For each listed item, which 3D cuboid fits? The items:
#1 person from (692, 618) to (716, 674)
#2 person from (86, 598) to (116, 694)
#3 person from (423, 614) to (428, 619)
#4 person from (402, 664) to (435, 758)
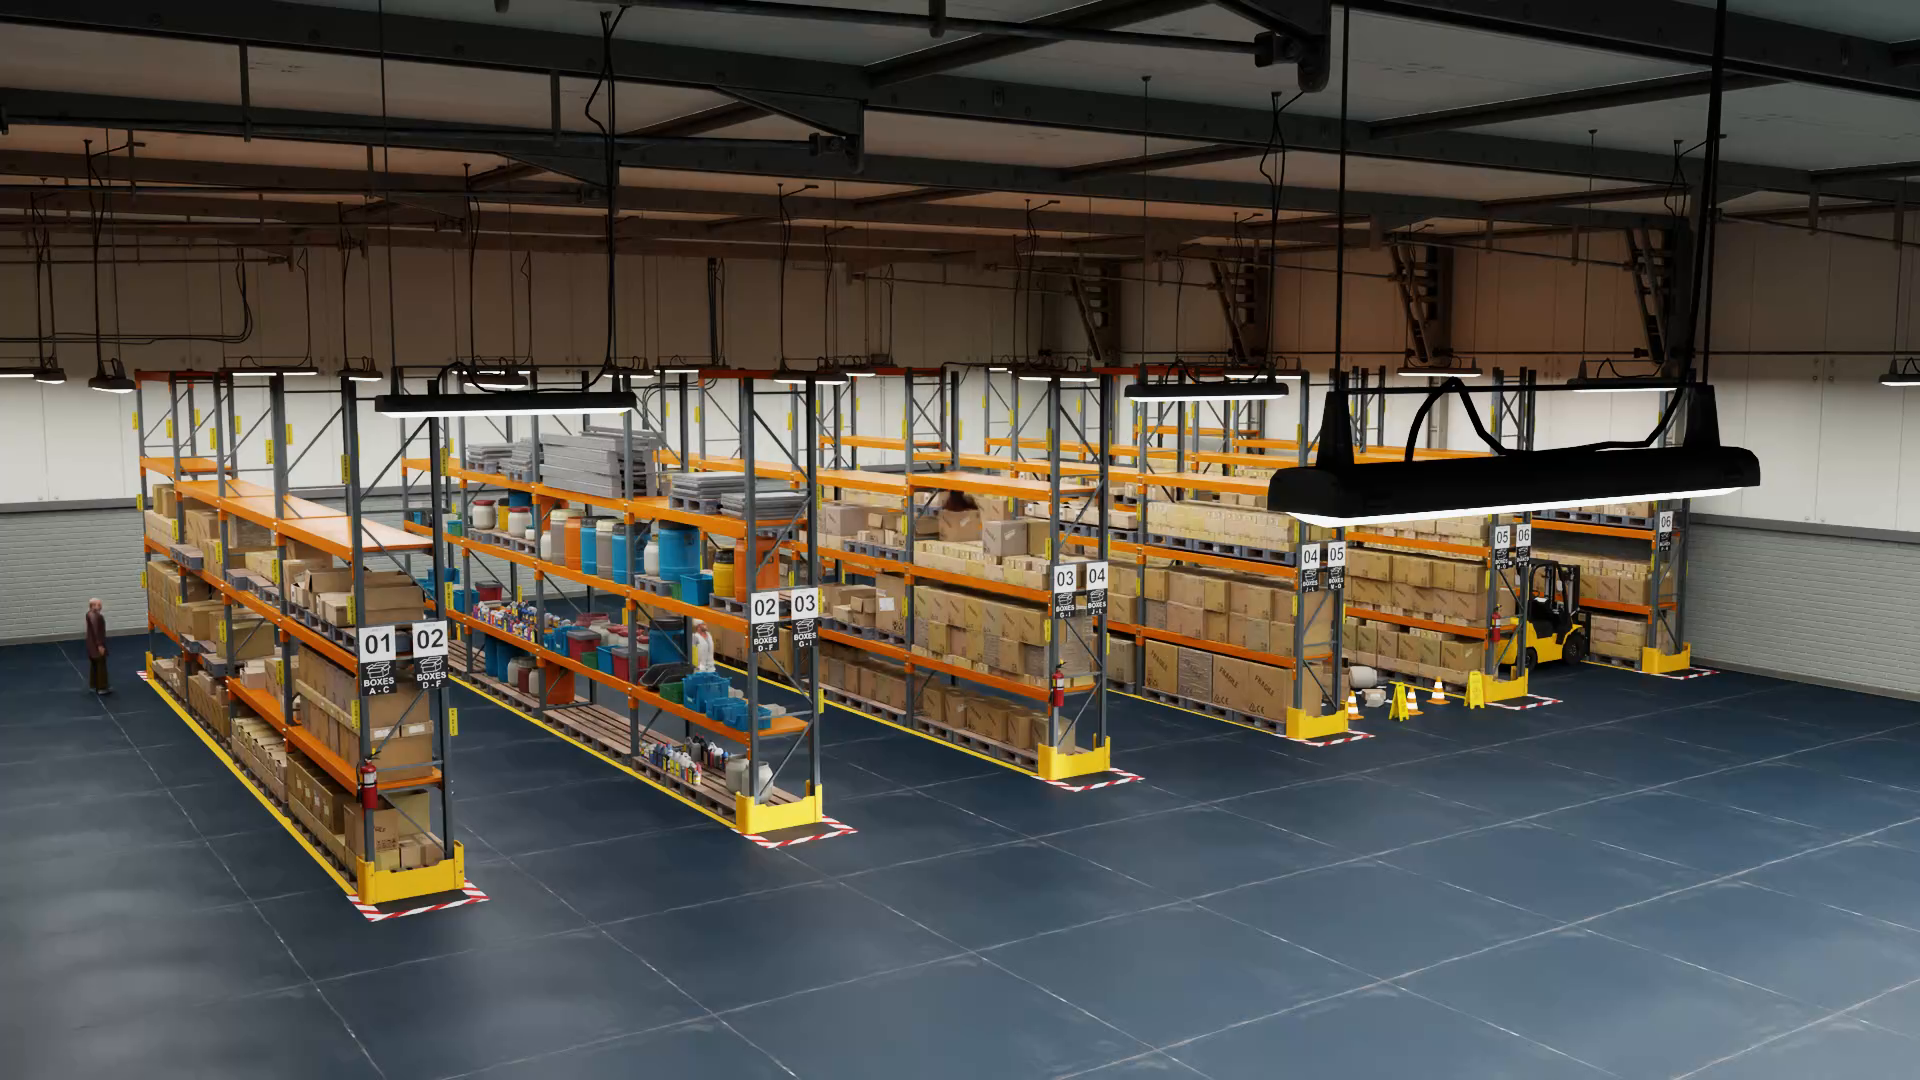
[{"bbox_3d":[-4.424,2.194,28.709,0.487,1.732,0.975,-4,7,-29],"label":"person"},{"bbox_3d":[-15.981,1.951,30.894,0.434,1.780,0.651,-5,8,-36],"label":"person"},{"bbox_3d":[-10.136,2.010,30.957,0.733,1.809,0.878,-3,7,-28],"label":"person"},{"bbox_3d":[-8.580,2.595,26.052,0.474,1.622,0.978,-5,8,-40],"label":"person"}]
